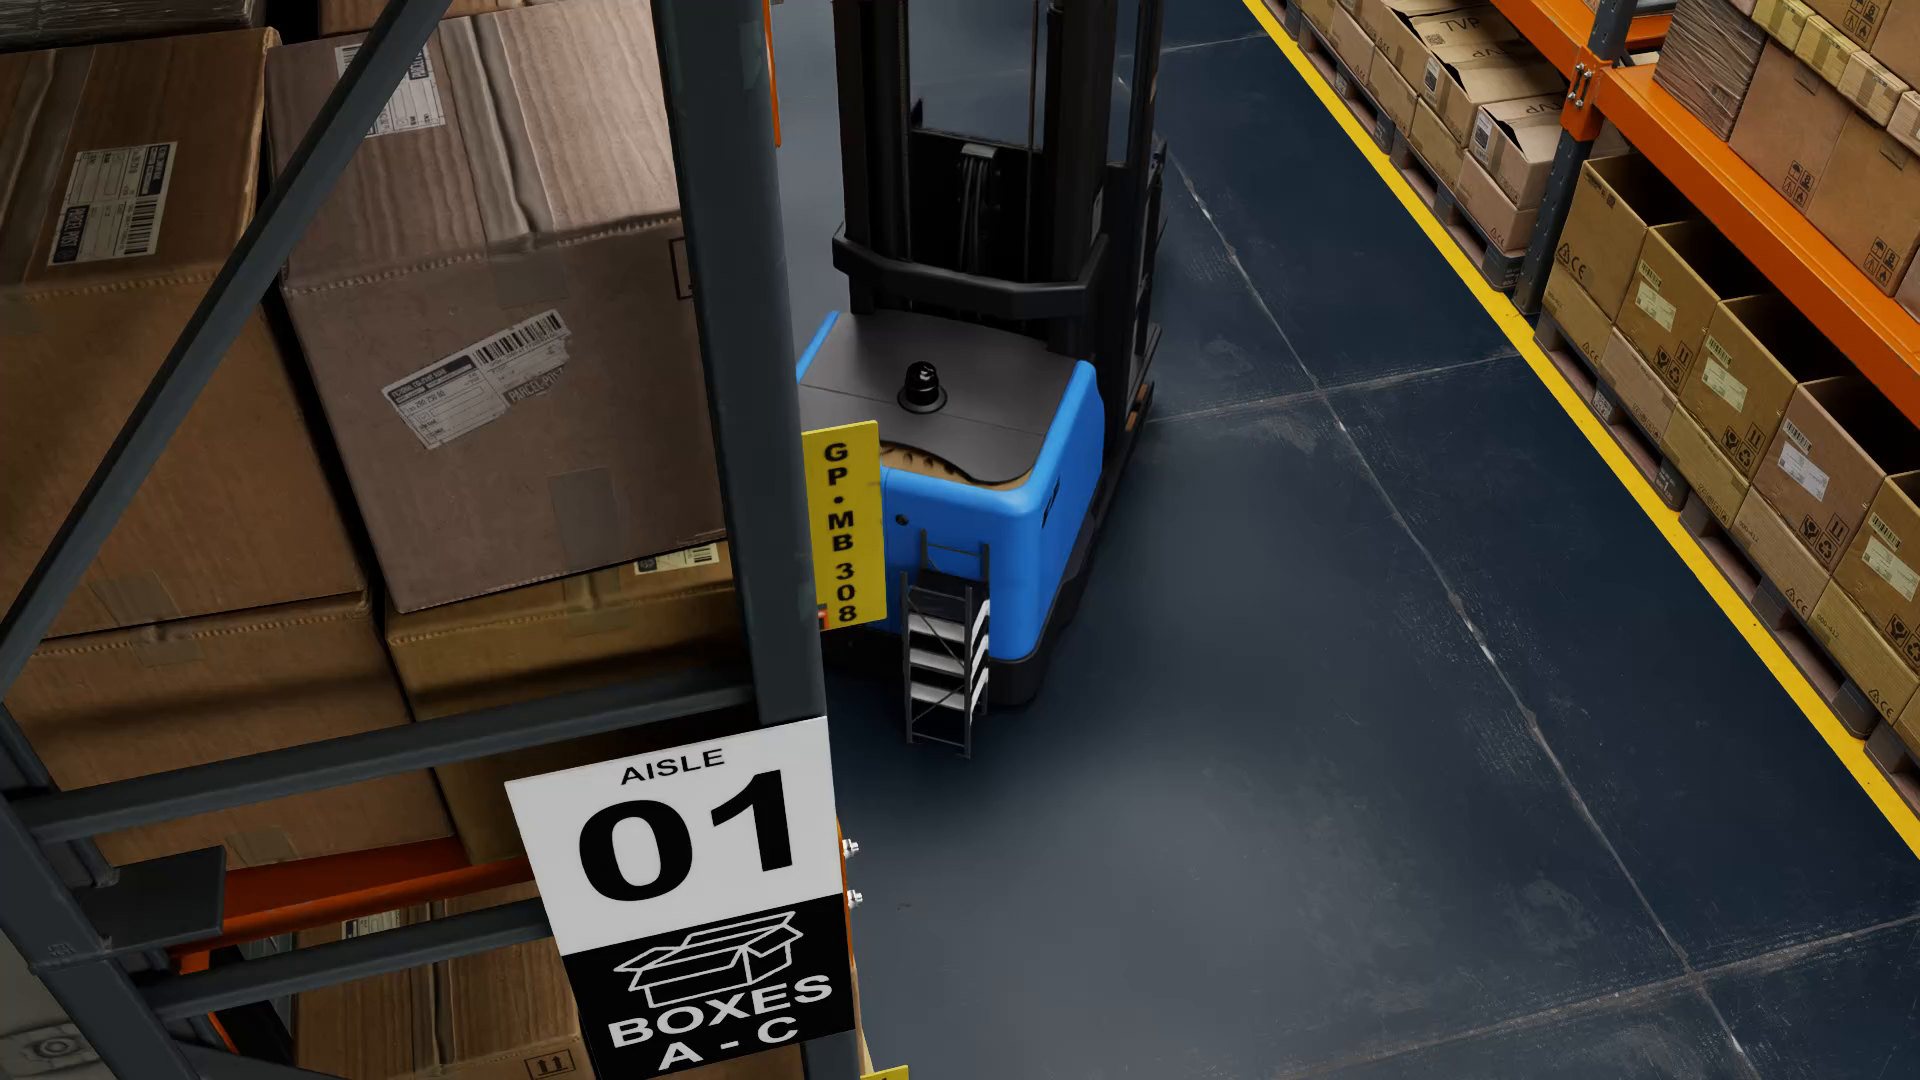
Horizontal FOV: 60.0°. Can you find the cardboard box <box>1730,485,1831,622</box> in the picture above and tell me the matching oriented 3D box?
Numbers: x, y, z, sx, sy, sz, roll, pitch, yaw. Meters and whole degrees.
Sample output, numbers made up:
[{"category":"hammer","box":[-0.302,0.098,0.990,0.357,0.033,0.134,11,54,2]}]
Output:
[{"category":"cardboard box","box":[3.305,0.004,6.277,0.500,0.250,0.500,-11,47,-10]}]

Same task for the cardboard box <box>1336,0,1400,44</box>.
[{"category":"cardboard box","box":[2.329,-2.882,8.713,0.500,0.311,0.500,-11,47,-11]}]

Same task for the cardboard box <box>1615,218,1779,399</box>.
[{"category":"cardboard box","box":[3.051,-0.950,6.686,0.500,0.500,0.500,-11,47,-10]}]

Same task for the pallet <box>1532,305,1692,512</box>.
[{"category":"pallet","box":[3.263,-0.691,7.279,1.003,0.211,1.213,-11,47,-10]}]

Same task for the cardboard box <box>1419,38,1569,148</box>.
[{"category":"cardboard box","box":[2.579,-2.190,8.034,0.500,0.311,0.500,-10,46,-9]}]

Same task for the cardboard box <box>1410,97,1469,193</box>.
[{"category":"cardboard box","box":[2.585,-1.991,8.232,0.500,0.250,0.500,-11,47,-11]}]

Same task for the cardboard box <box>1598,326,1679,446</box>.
[{"category":"cardboard box","box":[3.048,-0.687,6.954,0.500,0.250,0.500,-11,47,-10]}]

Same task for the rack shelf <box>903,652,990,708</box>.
[{"category":"rack shelf","box":[-0.047,0.461,5.841,0.258,0.077,0.200,13,47,12]}]

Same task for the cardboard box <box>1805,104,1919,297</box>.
[{"category":"cardboard box","box":[3.485,-1.243,5.798,0.700,0.500,0.500,-10,46,-10]}]

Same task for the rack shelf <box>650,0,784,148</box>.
[{"category":"rack shelf","box":[-1.176,-1.781,2.701,1.077,0.370,4.000,-11,47,-10]}]

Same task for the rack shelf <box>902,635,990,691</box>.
[{"category":"rack shelf","box":[-0.047,0.398,5.777,0.258,0.077,0.200,13,47,12]}]

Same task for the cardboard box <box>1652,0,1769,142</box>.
[{"category":"cardboard box","box":[3.219,-1.953,6.494,0.700,0.500,0.500,-12,47,-11]}]

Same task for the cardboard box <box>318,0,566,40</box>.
[{"category":"cardboard box","box":[-0.608,-0.662,2.414,0.500,0.500,0.500,-11,47,-11]}]

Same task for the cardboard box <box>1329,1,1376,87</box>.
[{"category":"cardboard box","box":[2.325,-2.696,8.923,0.500,0.250,0.500,-10,46,-10]}]

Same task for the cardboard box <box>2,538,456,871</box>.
[{"category":"cardboard box","box":[-1.016,0.113,2.355,0.500,0.500,0.500,-8,46,-7]}]

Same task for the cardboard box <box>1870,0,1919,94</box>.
[{"category":"cardboard box","box":[3.477,-1.713,5.350,0.700,0.500,0.500,-11,47,-10]}]

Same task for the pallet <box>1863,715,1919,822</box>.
[{"category":"pallet","box":[3.887,0.994,5.628,1.003,0.211,1.213,-11,47,-10]}]

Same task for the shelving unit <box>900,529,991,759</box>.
[{"category":"shelving unit","box":[-0.047,0.375,5.753,0.258,0.900,0.210,13,47,12]}]

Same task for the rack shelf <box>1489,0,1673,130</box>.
[{"category":"rack shelf","box":[2.587,-3.353,8.439,1.077,0.370,4.000,-11,47,-10]}]

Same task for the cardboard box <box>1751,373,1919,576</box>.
[{"category":"cardboard box","box":[3.302,-0.258,6.009,0.500,0.500,0.500,-11,47,-10]}]

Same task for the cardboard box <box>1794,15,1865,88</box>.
[{"category":"cardboard box","box":[3.182,-1.733,5.824,0.380,0.149,0.250,-11,47,-11]}]

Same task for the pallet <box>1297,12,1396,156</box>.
[{"category":"pallet","box":[2.557,-2.593,9.143,1.003,0.211,1.213,-11,47,-10]}]

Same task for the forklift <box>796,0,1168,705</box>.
[{"category":"forklift","box":[0.210,-1.496,6.164,1.130,2.935,3.031,13,47,12]}]

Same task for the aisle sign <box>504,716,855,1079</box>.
[{"category":"aisle sign","box":[-0.356,0.531,2.309,0.394,0.787,0.004,-11,47,-10]}]

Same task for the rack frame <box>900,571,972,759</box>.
[{"category":"rack frame","box":[-0.078,0.444,5.685,0.240,0.900,0.006,13,47,12]}]

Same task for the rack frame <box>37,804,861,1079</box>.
[{"category":"rack frame","box":[-0.664,1.446,3.232,1.000,3.000,0.127,-11,47,-10]}]

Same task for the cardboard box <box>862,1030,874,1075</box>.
[{"category":"cardboard box","box":[-0.482,1.097,3.666,0.500,0.250,0.500,-12,47,-11]}]

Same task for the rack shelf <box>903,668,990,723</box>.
[{"category":"rack shelf","box":[-0.047,0.524,5.905,0.258,0.077,0.200,13,47,12]}]

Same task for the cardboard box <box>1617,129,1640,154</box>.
[{"category":"cardboard box","box":[3.234,-1.935,7.785,0.500,0.311,0.500,-11,47,-10]}]

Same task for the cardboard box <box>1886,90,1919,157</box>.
[{"category":"cardboard box","box":[3.315,-1.376,5.474,0.380,0.149,0.250,-12,47,-11]}]

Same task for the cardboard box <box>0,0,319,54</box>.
[{"category":"cardboard box","box":[-1.178,-0.620,2.373,0.500,0.500,0.500,-8,46,-8]}]

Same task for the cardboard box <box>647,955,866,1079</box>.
[{"category":"cardboard box","box":[-0.496,0.845,3.388,0.500,0.500,0.500,-11,47,-10]}]

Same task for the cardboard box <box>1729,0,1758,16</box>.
[{"category":"cardboard box","box":[3.045,-2.092,6.175,0.380,0.149,0.250,-10,46,-10]}]

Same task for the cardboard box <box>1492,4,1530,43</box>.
[{"category":"cardboard box","box":[2.978,-2.639,8.475,0.500,0.311,0.500,-12,47,-12]}]

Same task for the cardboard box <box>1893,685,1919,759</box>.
[{"category":"cardboard box","box":[3.561,0.694,5.601,0.500,0.250,0.500,-11,47,-10]}]

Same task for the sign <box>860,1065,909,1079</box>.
[{"category":"sign","box":[-0.140,1.044,3.021,0.100,0.325,0.005,-11,47,-10]}]
